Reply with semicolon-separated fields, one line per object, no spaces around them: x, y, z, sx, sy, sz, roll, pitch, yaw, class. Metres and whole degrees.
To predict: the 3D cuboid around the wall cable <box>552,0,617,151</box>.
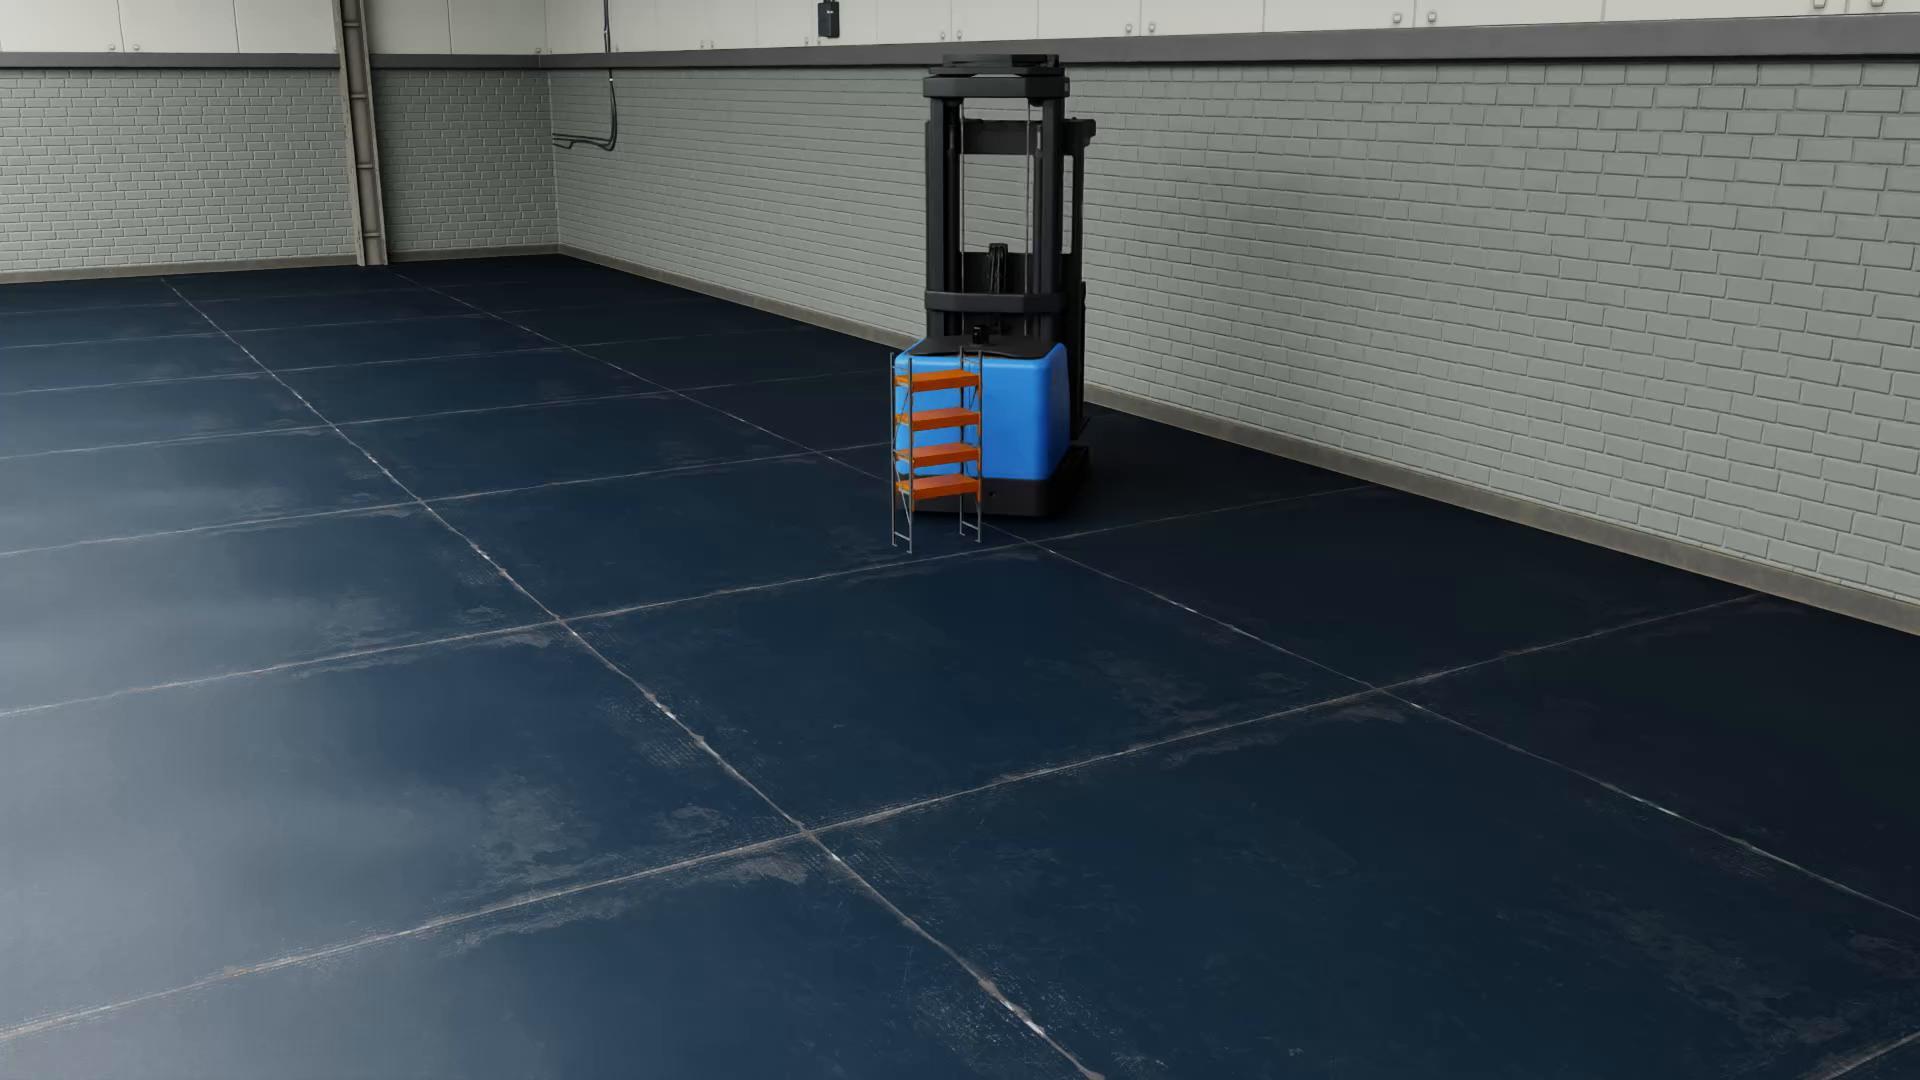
-5.793;-7.166;25.053;0.112;2.526;3.097;-9;18;-30;wall cable

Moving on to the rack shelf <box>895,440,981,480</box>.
-0.142;-0.490;10.184;0.480;0.148;0.258;-9;18;-30;rack shelf

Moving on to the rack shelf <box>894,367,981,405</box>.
-0.142;-0.933;10.060;0.480;0.148;0.258;-9;18;-30;rack shelf

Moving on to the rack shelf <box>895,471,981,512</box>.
-0.142;-0.299;10.238;0.480;0.148;0.258;-9;18;-30;rack shelf

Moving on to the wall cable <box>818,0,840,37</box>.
-0.917;-8.100;16.332;0.169;6.003;2.305;-9;18;-30;wall cable

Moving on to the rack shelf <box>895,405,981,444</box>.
-0.142;-0.705;10.124;0.480;0.148;0.258;-9;18;-30;rack shelf

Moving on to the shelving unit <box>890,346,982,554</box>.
-0.142;-0.555;10.166;0.503;1.200;0.258;-9;18;-30;shelving unit

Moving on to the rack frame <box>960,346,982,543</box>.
0.067;-0.589;10.287;0.015;1.200;0.240;-9;18;-30;rack frame

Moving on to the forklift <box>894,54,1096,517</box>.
0.352;-1.914;11.809;1.130;2.935;3.031;3;16;11;forklift

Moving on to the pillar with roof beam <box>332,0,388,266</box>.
-6.782;-7.561;20.711;0.400;9.000;9.100;-9;18;-30;pillar with roof beam

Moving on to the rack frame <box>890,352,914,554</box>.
-0.351;-0.521;10.045;0.015;1.200;0.240;-9;18;-30;rack frame
